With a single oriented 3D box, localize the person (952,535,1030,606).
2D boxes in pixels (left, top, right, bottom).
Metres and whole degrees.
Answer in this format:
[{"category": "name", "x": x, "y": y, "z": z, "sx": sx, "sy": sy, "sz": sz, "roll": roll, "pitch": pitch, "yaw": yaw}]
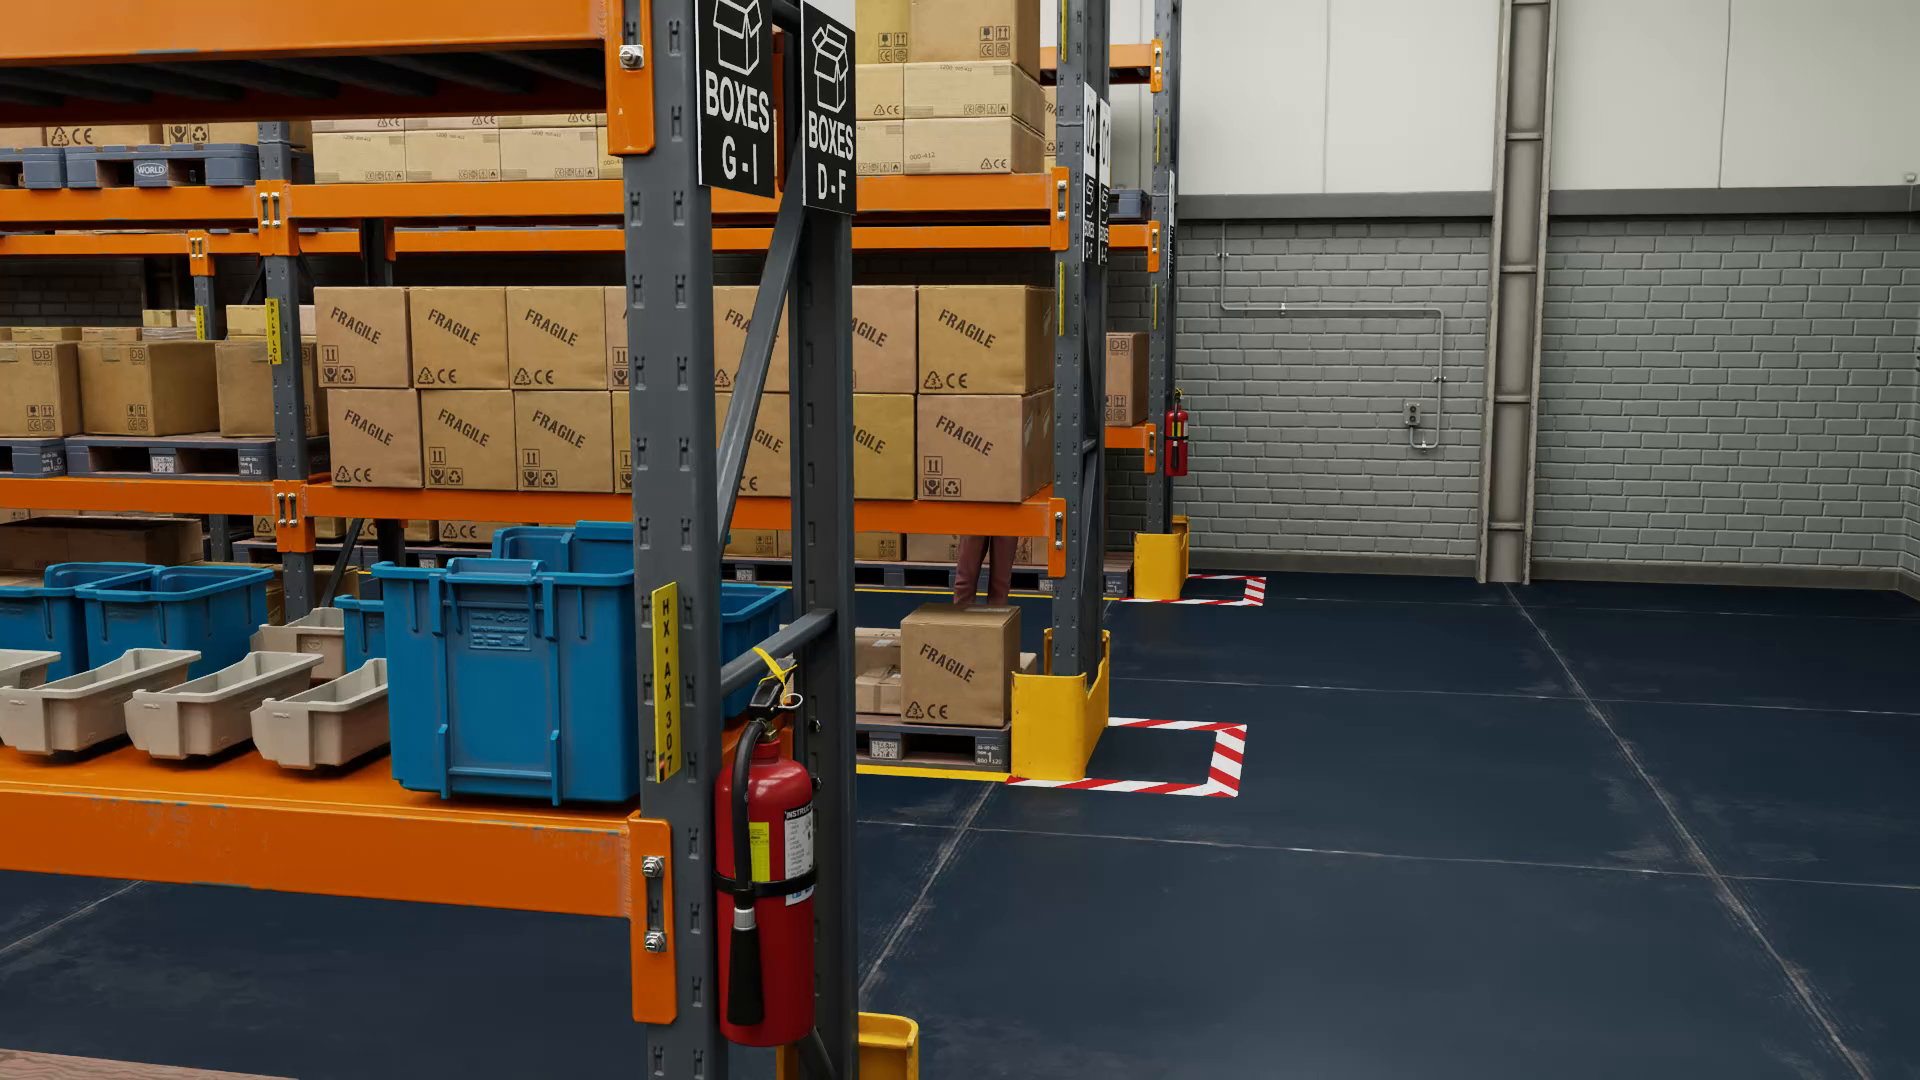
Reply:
[{"category": "person", "x": 0.176, "y": -0.081, "z": 10.326, "sx": 0.553, "sy": 1.675, "sz": 0.549, "roll": 2, "pitch": 8, "yaw": 11}]
